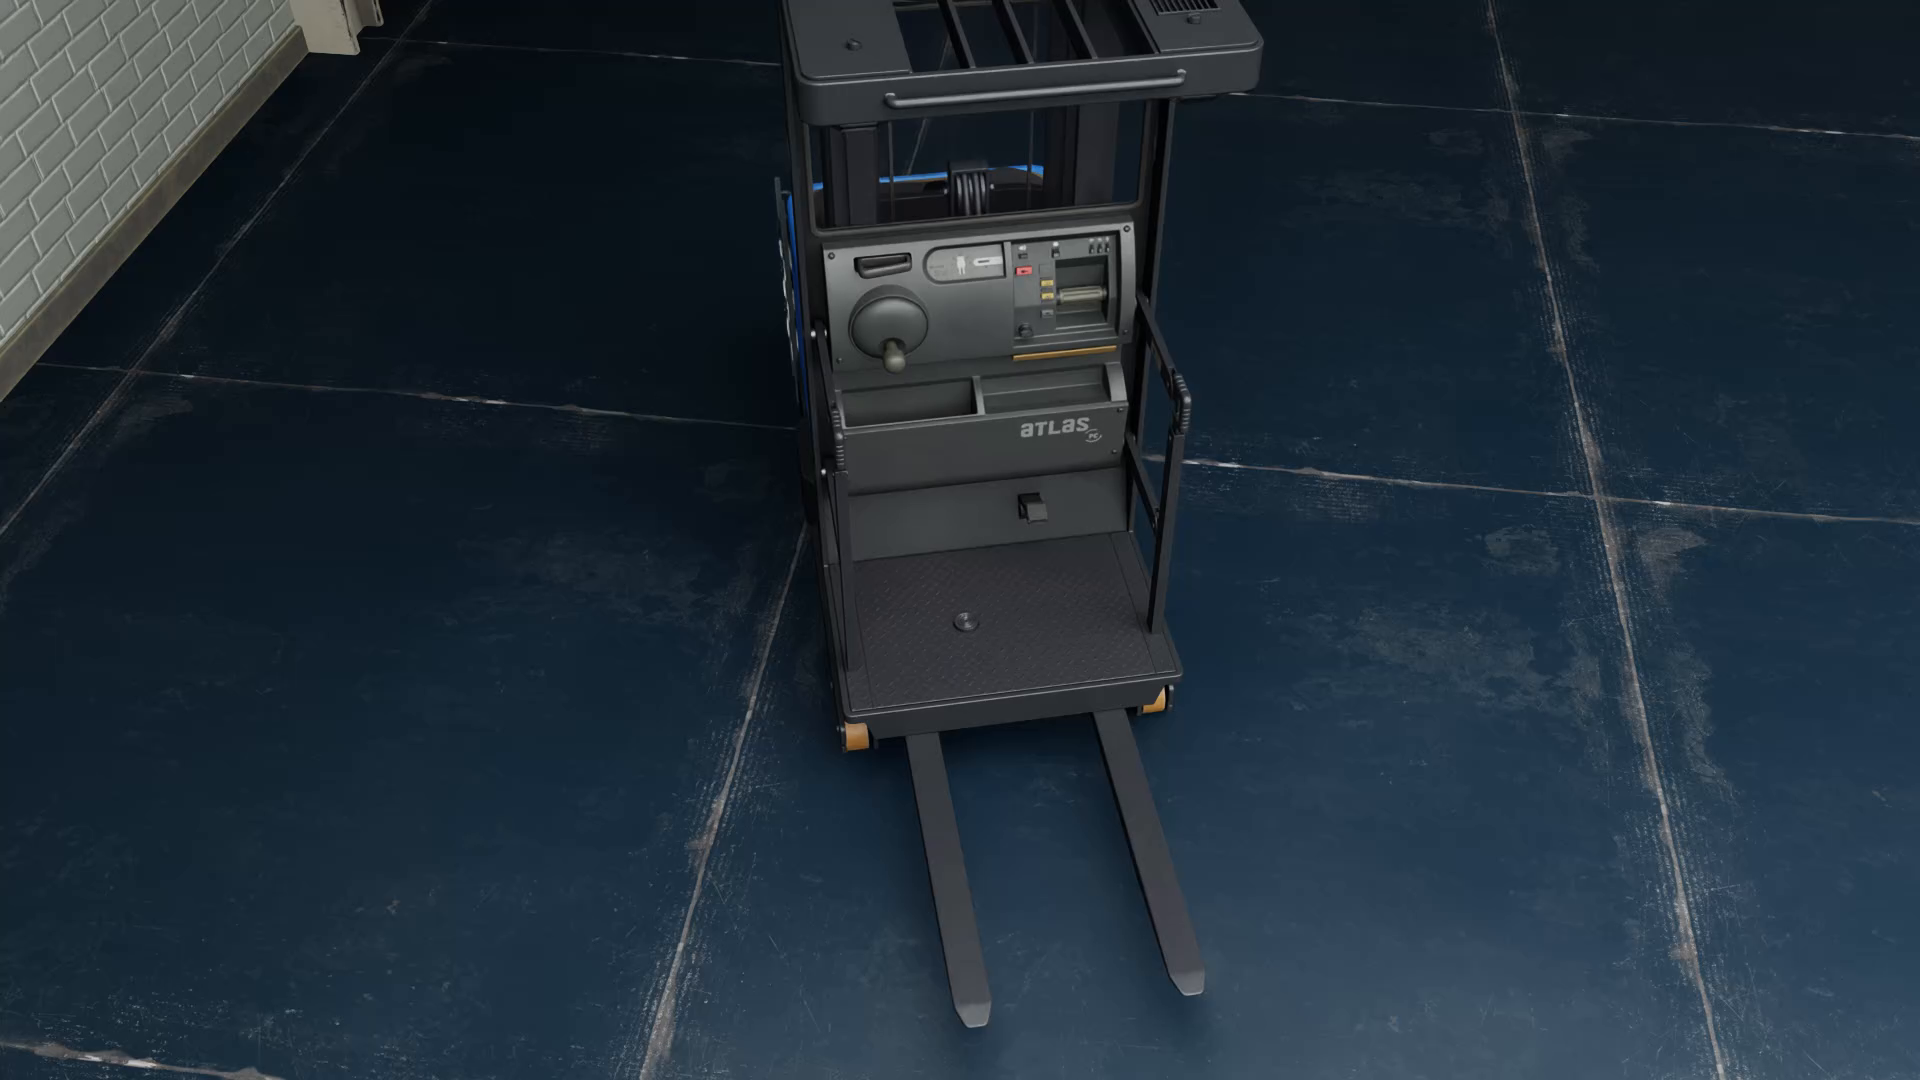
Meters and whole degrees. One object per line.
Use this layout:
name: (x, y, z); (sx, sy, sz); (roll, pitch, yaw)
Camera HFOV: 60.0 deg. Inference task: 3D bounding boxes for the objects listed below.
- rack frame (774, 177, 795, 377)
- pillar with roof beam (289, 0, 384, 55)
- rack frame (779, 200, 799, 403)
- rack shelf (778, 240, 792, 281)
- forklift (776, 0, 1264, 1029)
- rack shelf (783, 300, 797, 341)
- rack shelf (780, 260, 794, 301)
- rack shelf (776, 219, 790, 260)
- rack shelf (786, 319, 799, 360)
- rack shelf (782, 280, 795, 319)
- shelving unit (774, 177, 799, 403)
rack frame: (-0.592, -1.057, 6.715); (0.240, 0.900, 0.006); (-7, 38, -7)
pillar with roof beam: (0.863, -5.659, 5.682); (9.100, 9.000, 0.400); (5, 44, 6)
rack frame: (-0.558, -0.936, 6.556); (0.240, 0.900, 0.006); (-7, 38, -7)
rack shelf: (-0.578, -1.113, 6.546); (0.258, 0.077, 0.200); (-7, 38, -7)
forklift: (0.101, -0.639, 4.793); (1.130, 2.935, 3.031); (-6, 44, -7)
rack shelf: (-0.573, -0.899, 6.711); (0.258, 0.077, 0.200); (-7, 38, -7)
rack shelf: (-0.576, -1.041, 6.601); (0.258, 0.077, 0.200); (-7, 38, -7)
rack shelf: (-0.579, -1.184, 6.491); (0.258, 0.077, 0.200); (-7, 38, -7)
rack shelf: (-0.571, -0.828, 6.765); (0.258, 0.077, 0.200); (-7, 38, -7)
rack shelf: (-0.575, -0.970, 6.656); (0.258, 0.077, 0.200); (-7, 38, -7)
shelving unit: (-0.575, -0.997, 6.635); (0.258, 0.900, 0.210); (-7, 38, -7)
